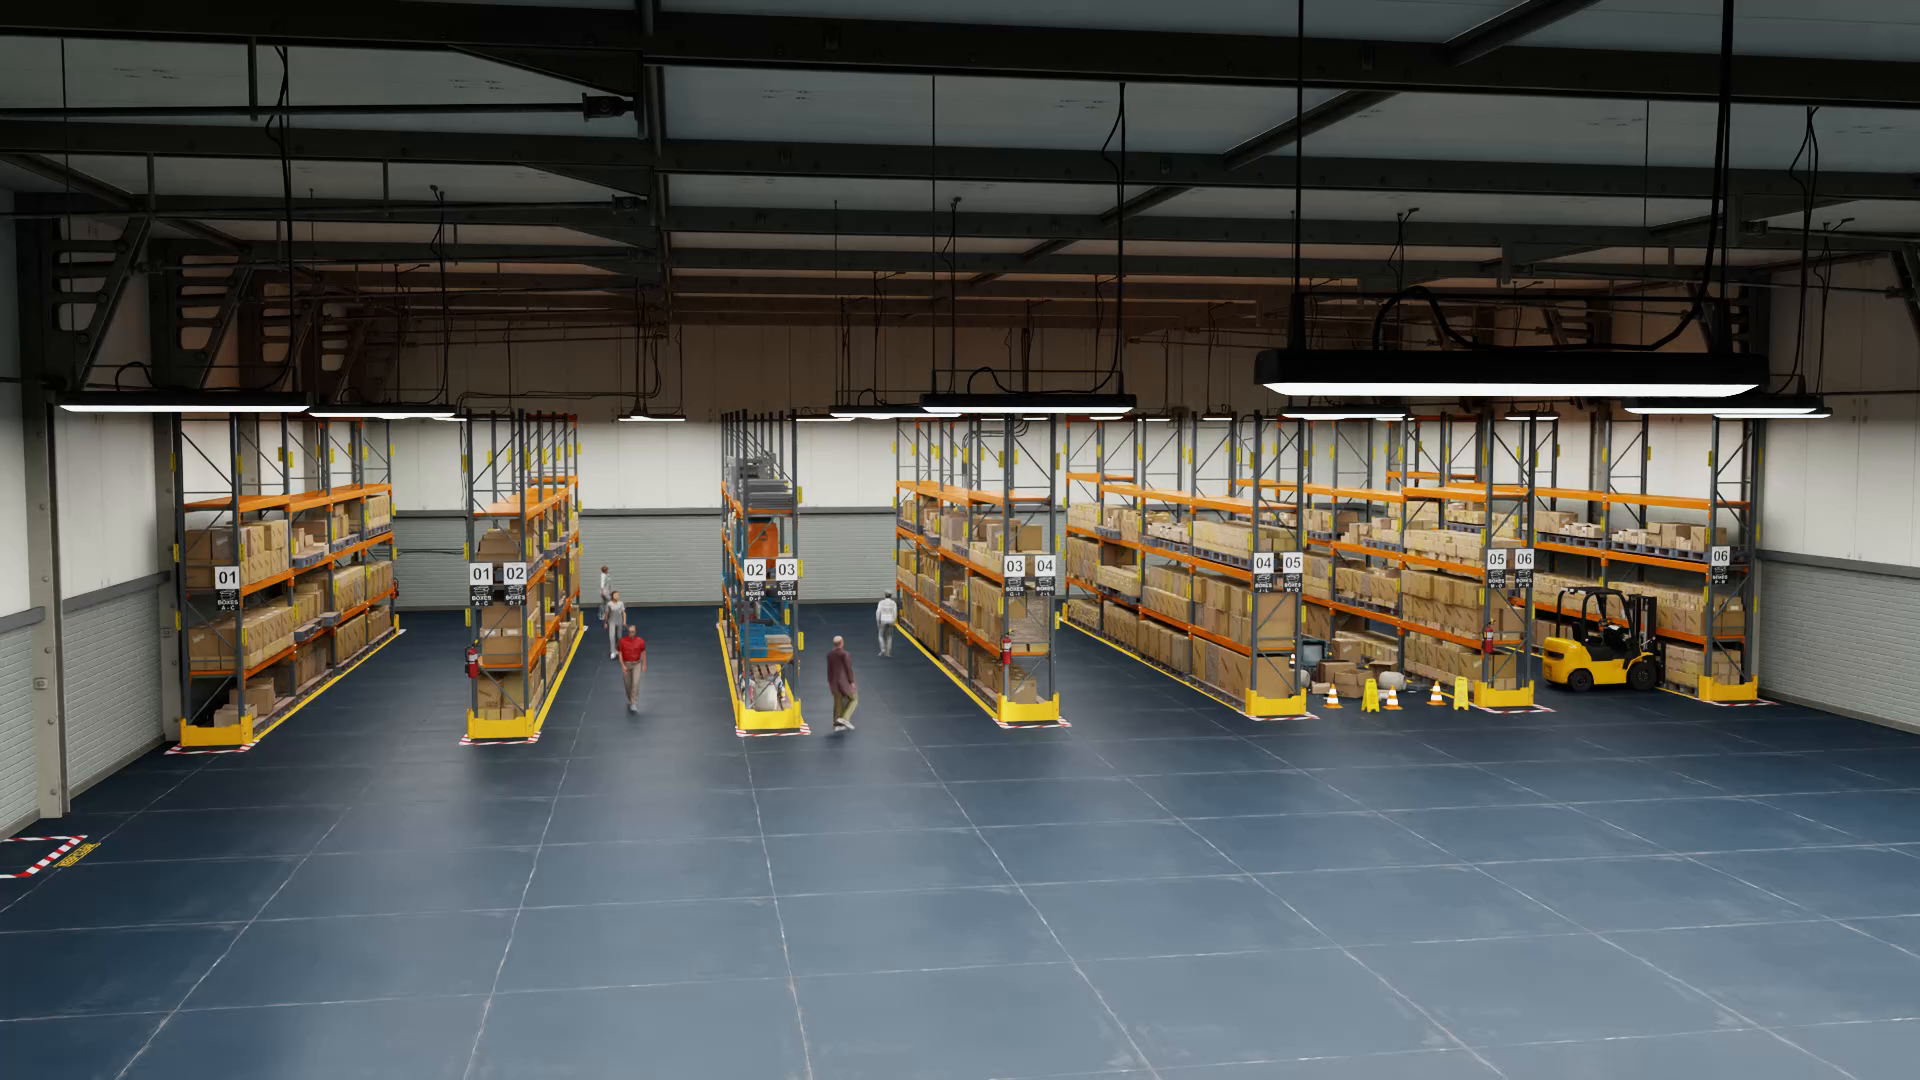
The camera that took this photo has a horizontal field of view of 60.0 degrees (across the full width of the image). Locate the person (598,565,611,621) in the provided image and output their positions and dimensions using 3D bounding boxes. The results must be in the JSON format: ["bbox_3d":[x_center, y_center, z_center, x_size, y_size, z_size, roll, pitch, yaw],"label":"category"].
[{"bbox_3d":[-10.335,1.550,48.460,0.448,1.625,0.439,-1,4,-8],"label":"person"}]

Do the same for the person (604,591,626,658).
[{"bbox_3d":[-8.446,2.047,40.747,0.518,1.600,1.044,-1,4,-18],"label":"person"}]

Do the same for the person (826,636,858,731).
[{"bbox_3d":[-2.221,2.666,31.035,0.714,1.759,0.542,3,5,32],"label":"person"}]

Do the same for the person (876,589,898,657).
[{"bbox_3d":[-1.797,2.046,40.895,0.534,1.666,0.502,0,4,-5],"label":"person"}]

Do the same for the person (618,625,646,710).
[{"bbox_3d":[-6.601,2.542,33.386,0.539,1.666,1.000,0,4,-5],"label":"person"}]
